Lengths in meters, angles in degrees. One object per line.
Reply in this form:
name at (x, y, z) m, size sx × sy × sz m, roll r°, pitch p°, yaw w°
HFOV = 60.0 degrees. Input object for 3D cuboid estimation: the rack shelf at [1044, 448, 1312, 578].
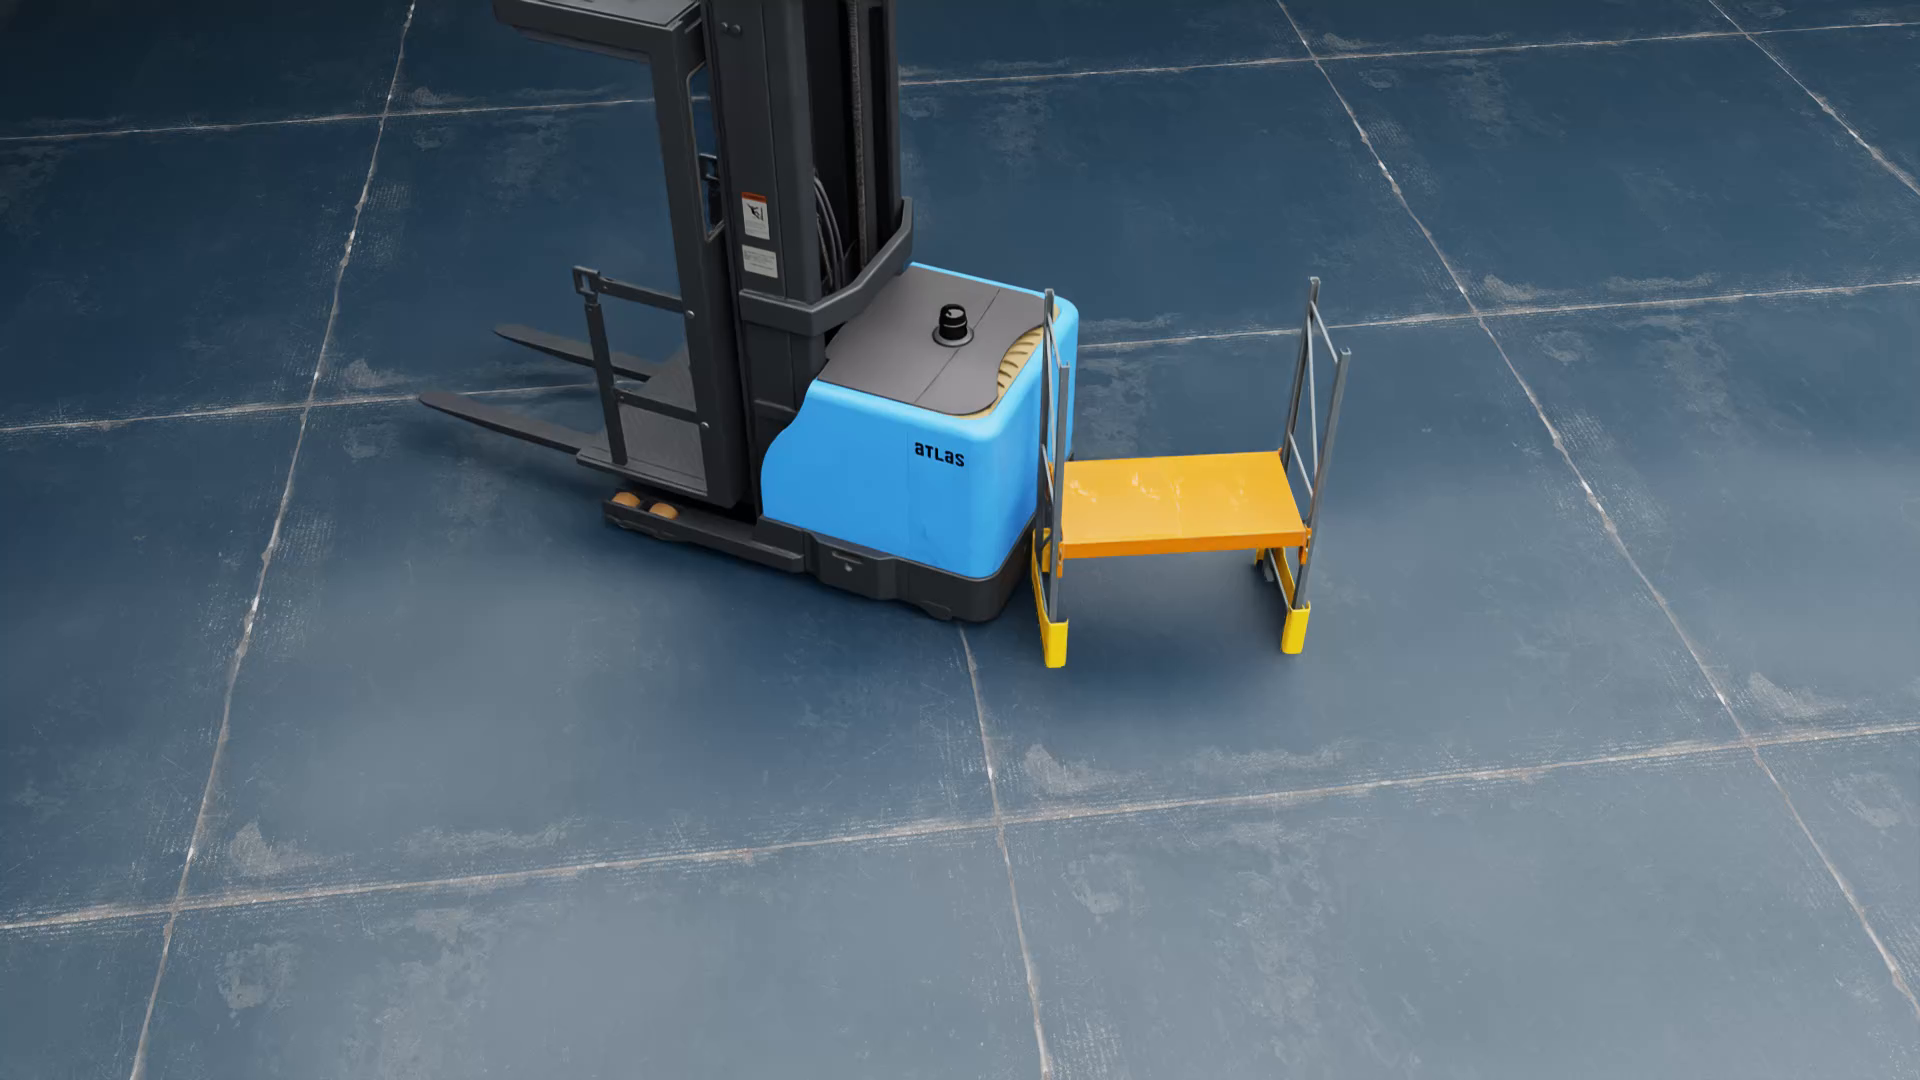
rack shelf at (0.862, -0.117, 6.744) m, size 1.000 × 0.185 × 0.538 m, roll -3°, pitch 42°, yaw -3°

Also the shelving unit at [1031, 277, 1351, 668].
shelving unit at (0.871, -0.251, 6.624) m, size 1.083 × 1.500 × 0.587 m, roll -3°, pitch 42°, yaw -3°

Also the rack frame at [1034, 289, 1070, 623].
rack frame at (0.355, -0.224, 6.594) m, size 0.032 × 1.500 × 0.500 m, roll -3°, pitch 42°, yaw -3°

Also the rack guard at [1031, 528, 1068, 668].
rack guard at (0.375, 0.239, 7.013) m, size 0.087 × 0.250 × 0.587 m, roll -3°, pitch 42°, yaw -3°

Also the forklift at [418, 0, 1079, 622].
forklift at (-1.052, -1.395, 6.823) m, size 3.031 × 2.935 × 1.130 m, roll 16°, pitch 45°, yaw 17°

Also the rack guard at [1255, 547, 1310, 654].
rack guard at (1.368, 0.186, 7.072) m, size 0.087 × 0.250 × 0.587 m, roll -3°, pitch 42°, yaw -3°

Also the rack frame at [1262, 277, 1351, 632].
rack frame at (1.369, -0.278, 6.654) m, size 0.032 × 1.500 × 0.500 m, roll -3°, pitch 42°, yaw -3°
